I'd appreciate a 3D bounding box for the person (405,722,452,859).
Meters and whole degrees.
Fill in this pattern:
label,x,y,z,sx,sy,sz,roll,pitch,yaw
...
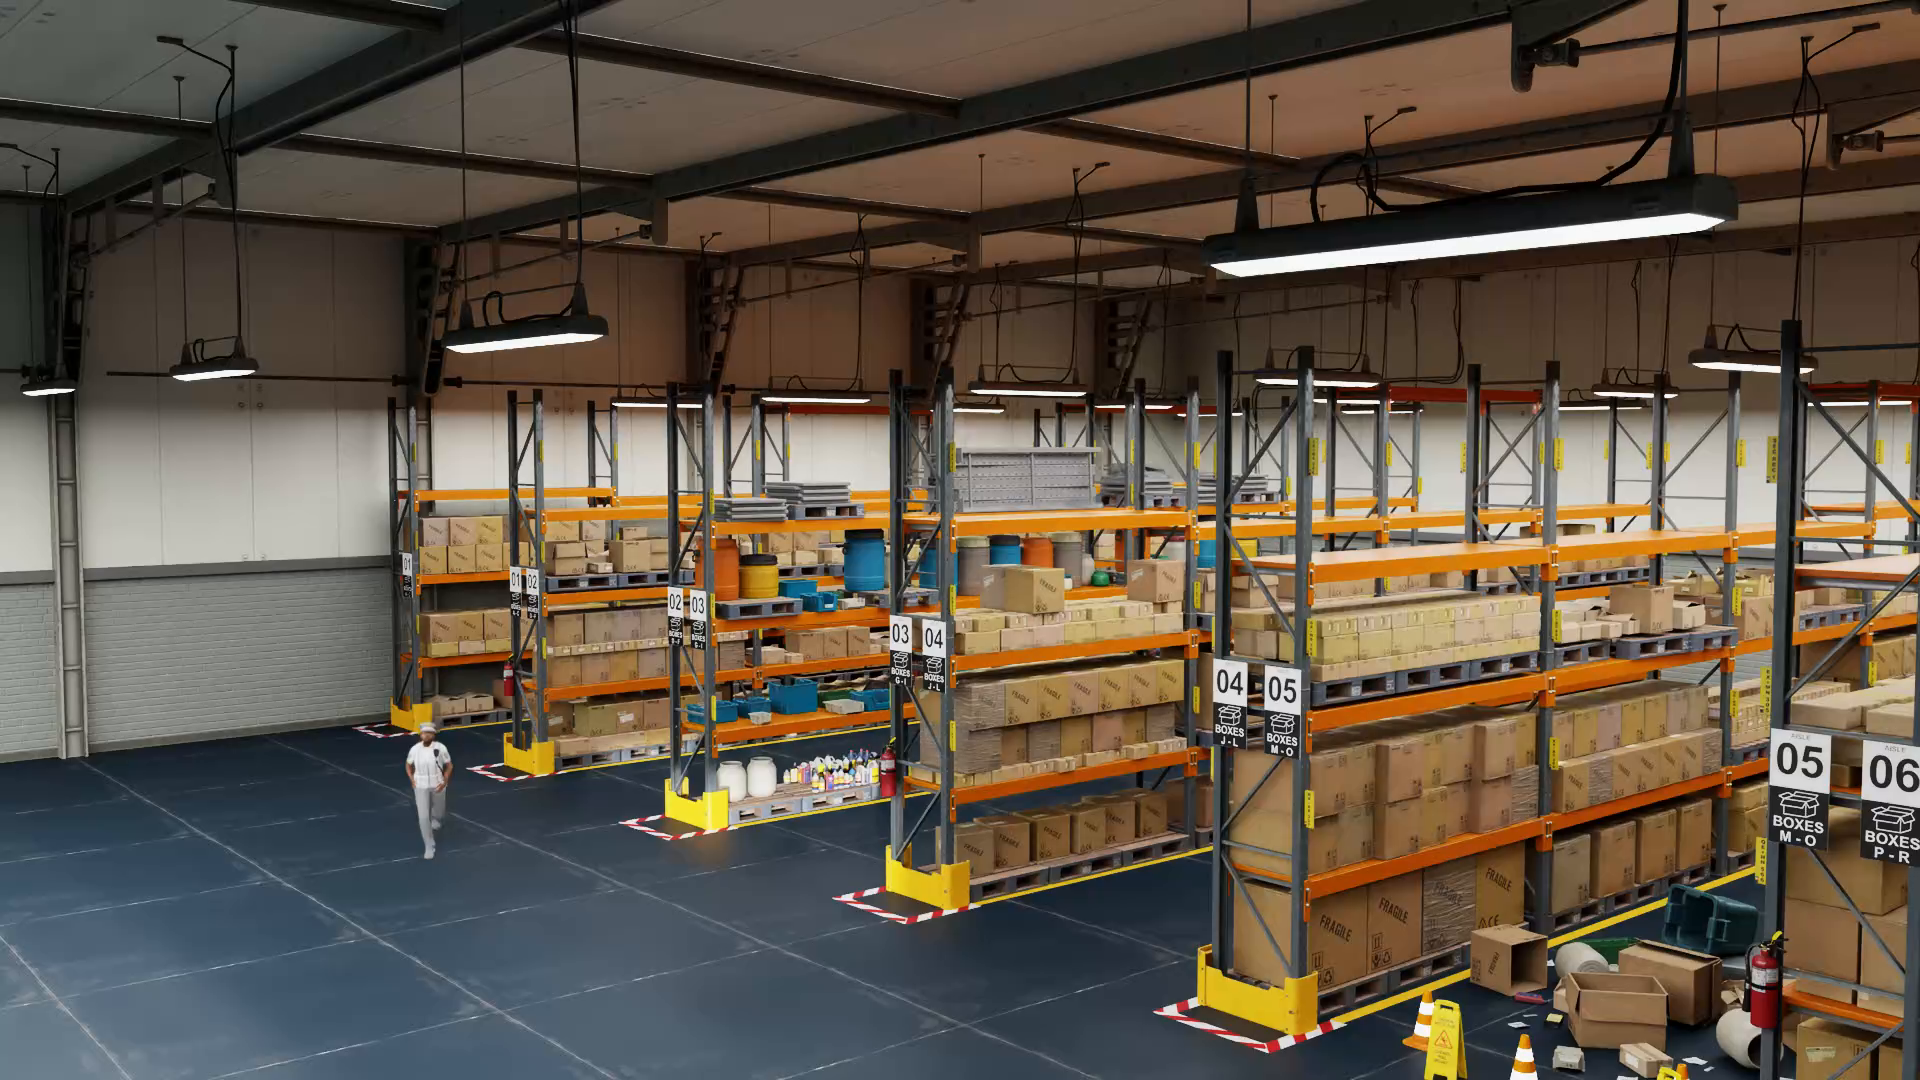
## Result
label,x,y,z,sx,sy,sz,roll,pitch,yaw
person,-6.723,3.128,21.061,0.566,1.684,0.886,-1,4,-20
